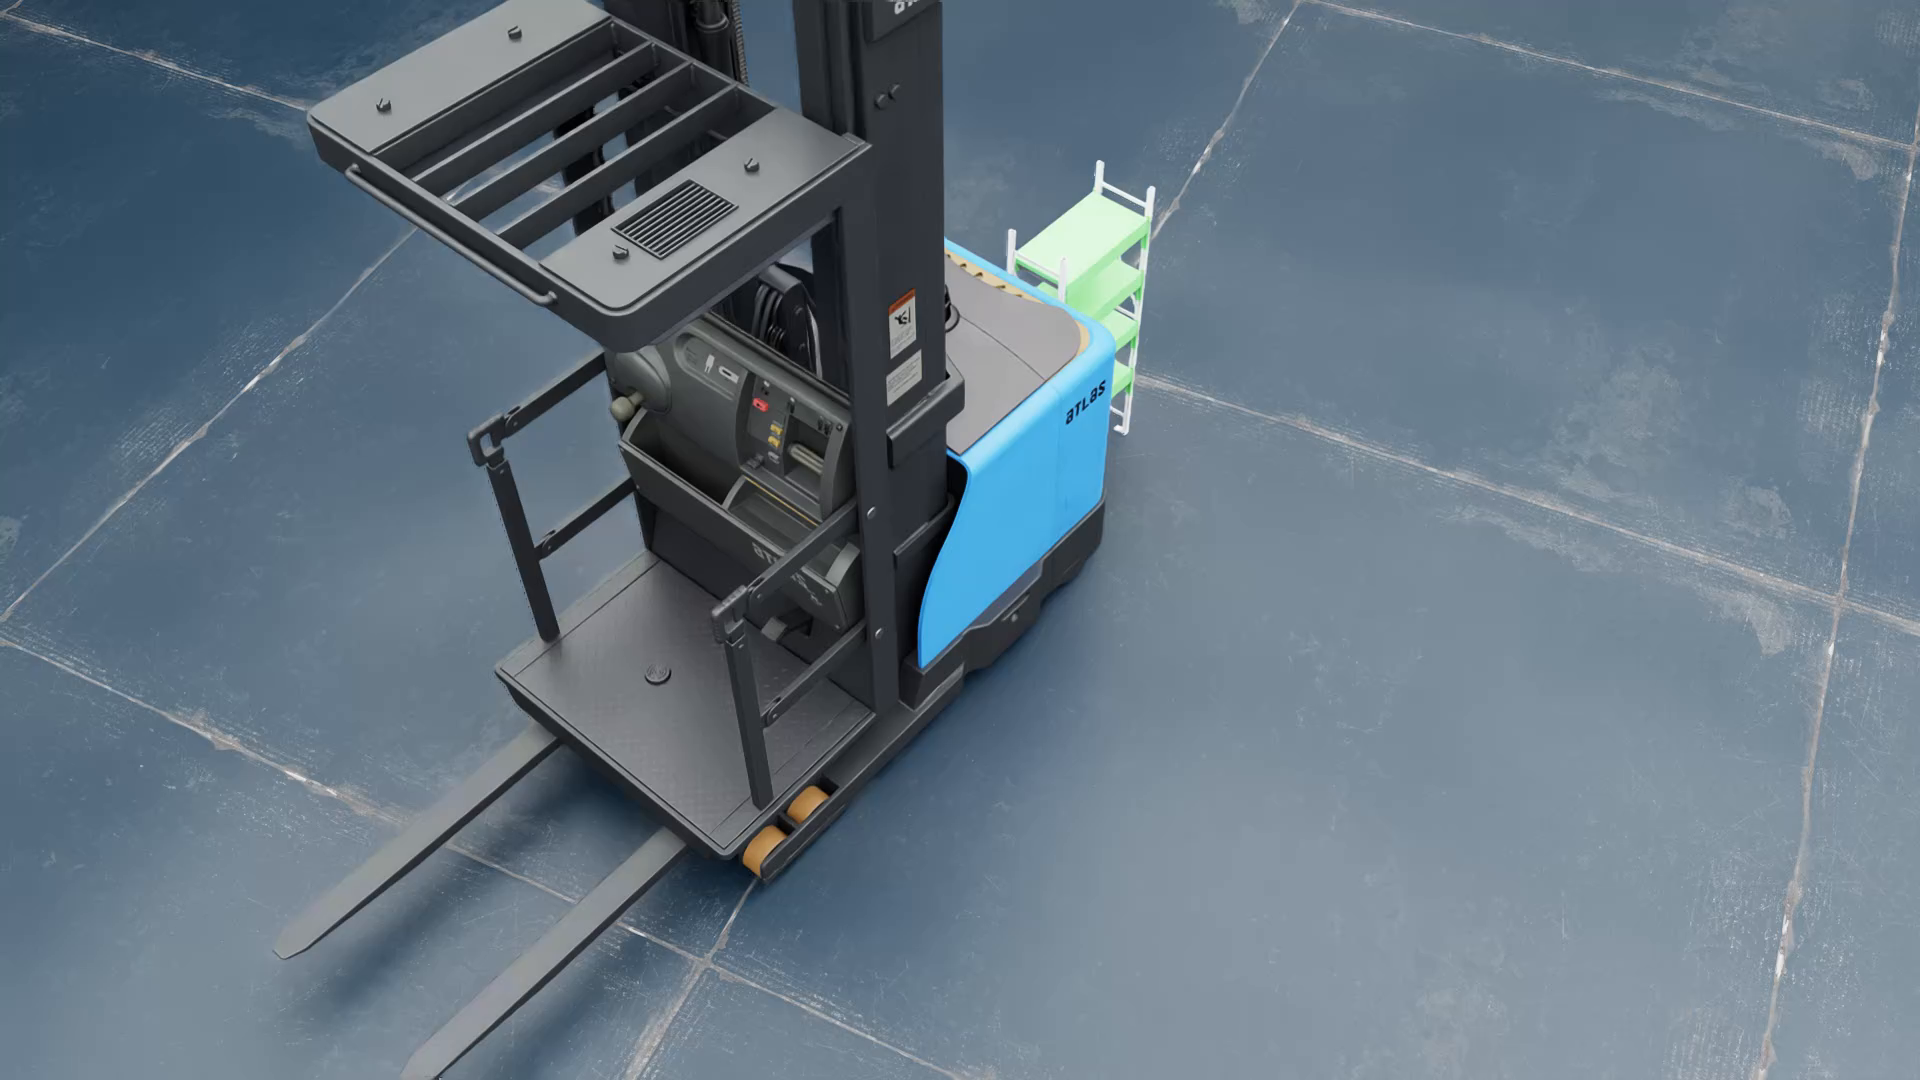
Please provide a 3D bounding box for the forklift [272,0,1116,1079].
[{"bbox_3d":[-0.809,-0.311,4.590,1.130,2.935,3.031,33,57,25],"label":"forklift"}]

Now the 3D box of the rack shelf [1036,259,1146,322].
[{"bbox_3d":[0.415,-0.845,5.950,0.258,0.148,0.480,33,57,25],"label":"rack shelf"}]

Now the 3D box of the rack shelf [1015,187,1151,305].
[{"bbox_3d":[0.415,-1.000,5.767,0.258,0.148,0.480,33,57,25],"label":"rack shelf"}]

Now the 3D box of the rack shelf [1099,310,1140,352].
[{"bbox_3d":[0.415,-0.689,6.133,0.258,0.148,0.480,33,57,25],"label":"rack shelf"}]

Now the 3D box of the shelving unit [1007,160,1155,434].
[{"bbox_3d":[0.415,-0.731,6.084,0.258,1.200,0.503,33,57,25],"label":"shelving unit"}]

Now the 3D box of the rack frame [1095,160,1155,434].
[{"bbox_3d":[0.573,-0.873,6.205,0.240,1.200,0.015,33,57,25],"label":"rack frame"}]

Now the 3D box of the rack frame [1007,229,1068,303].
[{"bbox_3d":[0.258,-0.589,5.963,0.240,1.200,0.015,33,57,25],"label":"rack frame"}]

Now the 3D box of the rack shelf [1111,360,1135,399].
[{"bbox_3d":[0.415,-0.534,6.315,0.258,0.148,0.480,33,57,25],"label":"rack shelf"}]
